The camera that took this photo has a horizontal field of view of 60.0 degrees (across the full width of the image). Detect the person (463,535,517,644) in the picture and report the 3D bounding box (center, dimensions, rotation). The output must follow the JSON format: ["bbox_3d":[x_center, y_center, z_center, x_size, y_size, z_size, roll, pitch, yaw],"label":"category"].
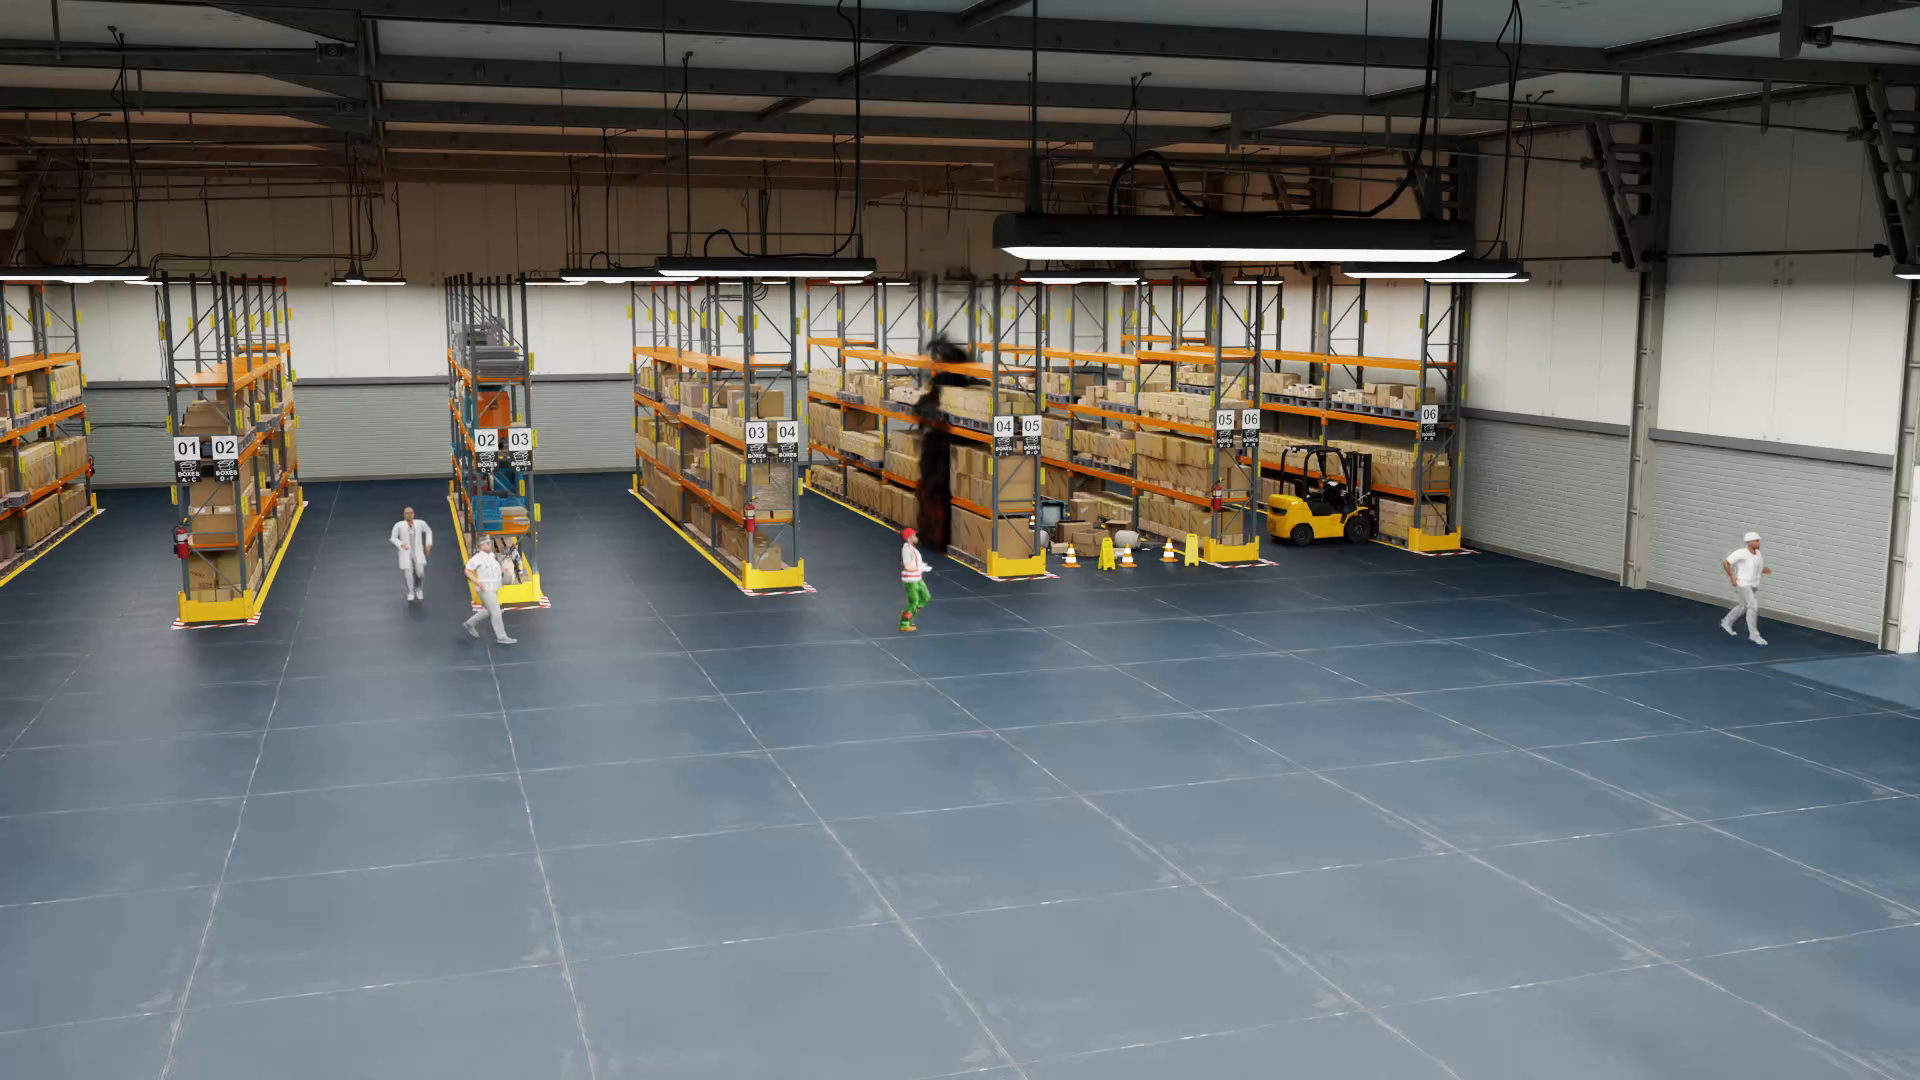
[{"bbox_3d":[-7.638,0.784,26.916,0.962,1.757,0.668,1,9,9],"label":"person"}]

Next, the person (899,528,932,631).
[{"bbox_3d":[-0.737,0.663,27.802,0.604,1.750,0.640,2,9,10],"label":"person"}]

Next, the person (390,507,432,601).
[{"bbox_3d":[-10.019,0.276,30.450,0.747,1.756,0.680,-4,9,-24],"label":"person"}]

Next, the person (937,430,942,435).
[{"bbox_3d":[-0.600,-2.782,51.049,0.812,1.690,0.586,-2,9,-13],"label":"person"}]

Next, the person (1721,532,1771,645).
[{"bbox_3d":[12.855,0.749,27.129,0.709,1.780,0.896,-6,10,-34],"label":"person"}]
